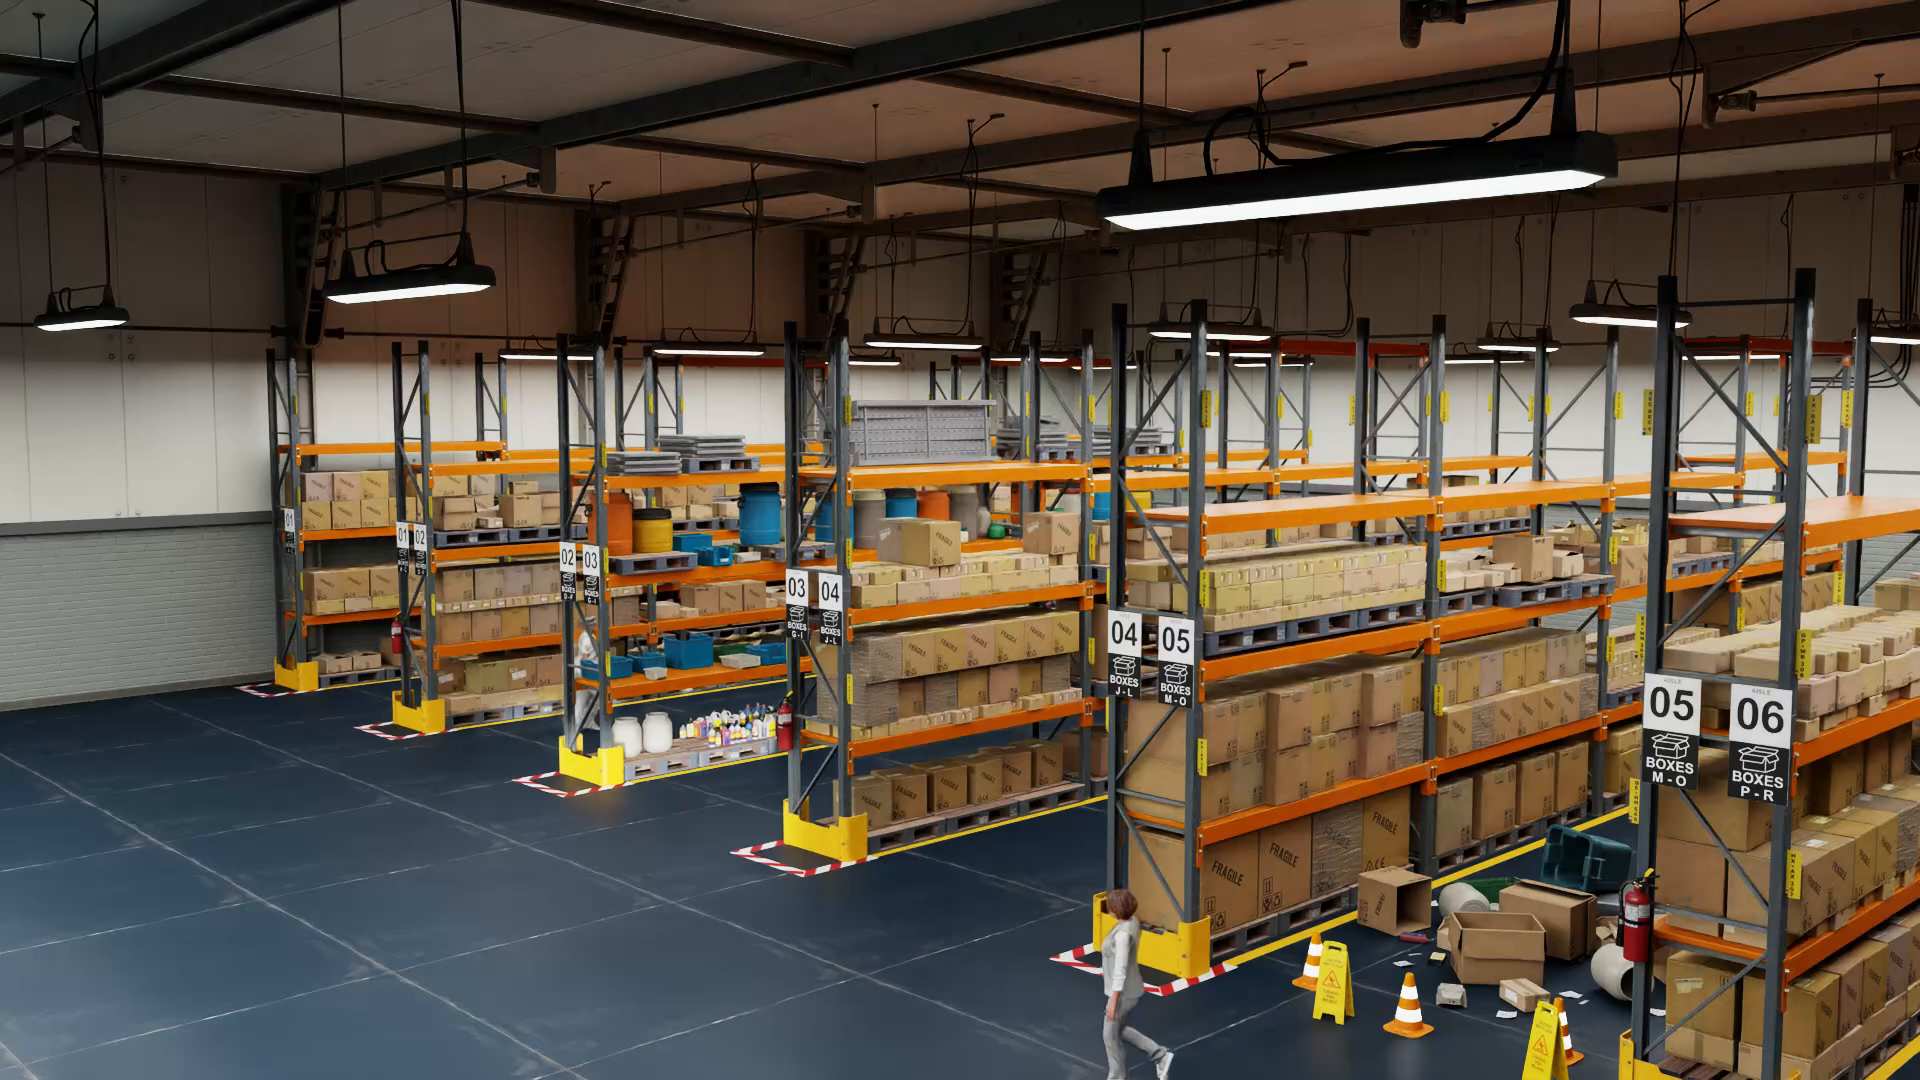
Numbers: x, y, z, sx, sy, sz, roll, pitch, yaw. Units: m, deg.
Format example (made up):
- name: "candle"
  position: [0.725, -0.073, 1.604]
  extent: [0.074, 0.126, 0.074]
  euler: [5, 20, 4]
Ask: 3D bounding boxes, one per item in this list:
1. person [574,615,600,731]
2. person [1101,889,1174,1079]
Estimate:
- name: "person"
  position: [-5.781, 2.055, 25.753]
  extent: [0.525, 1.771, 0.565]
  euler: [-3, 6, -32]
- name: "person"
  position: [1.252, 3.317, 12.134]
  extent: [0.603, 1.583, 0.455]
  euler: [1, 5, 13]
